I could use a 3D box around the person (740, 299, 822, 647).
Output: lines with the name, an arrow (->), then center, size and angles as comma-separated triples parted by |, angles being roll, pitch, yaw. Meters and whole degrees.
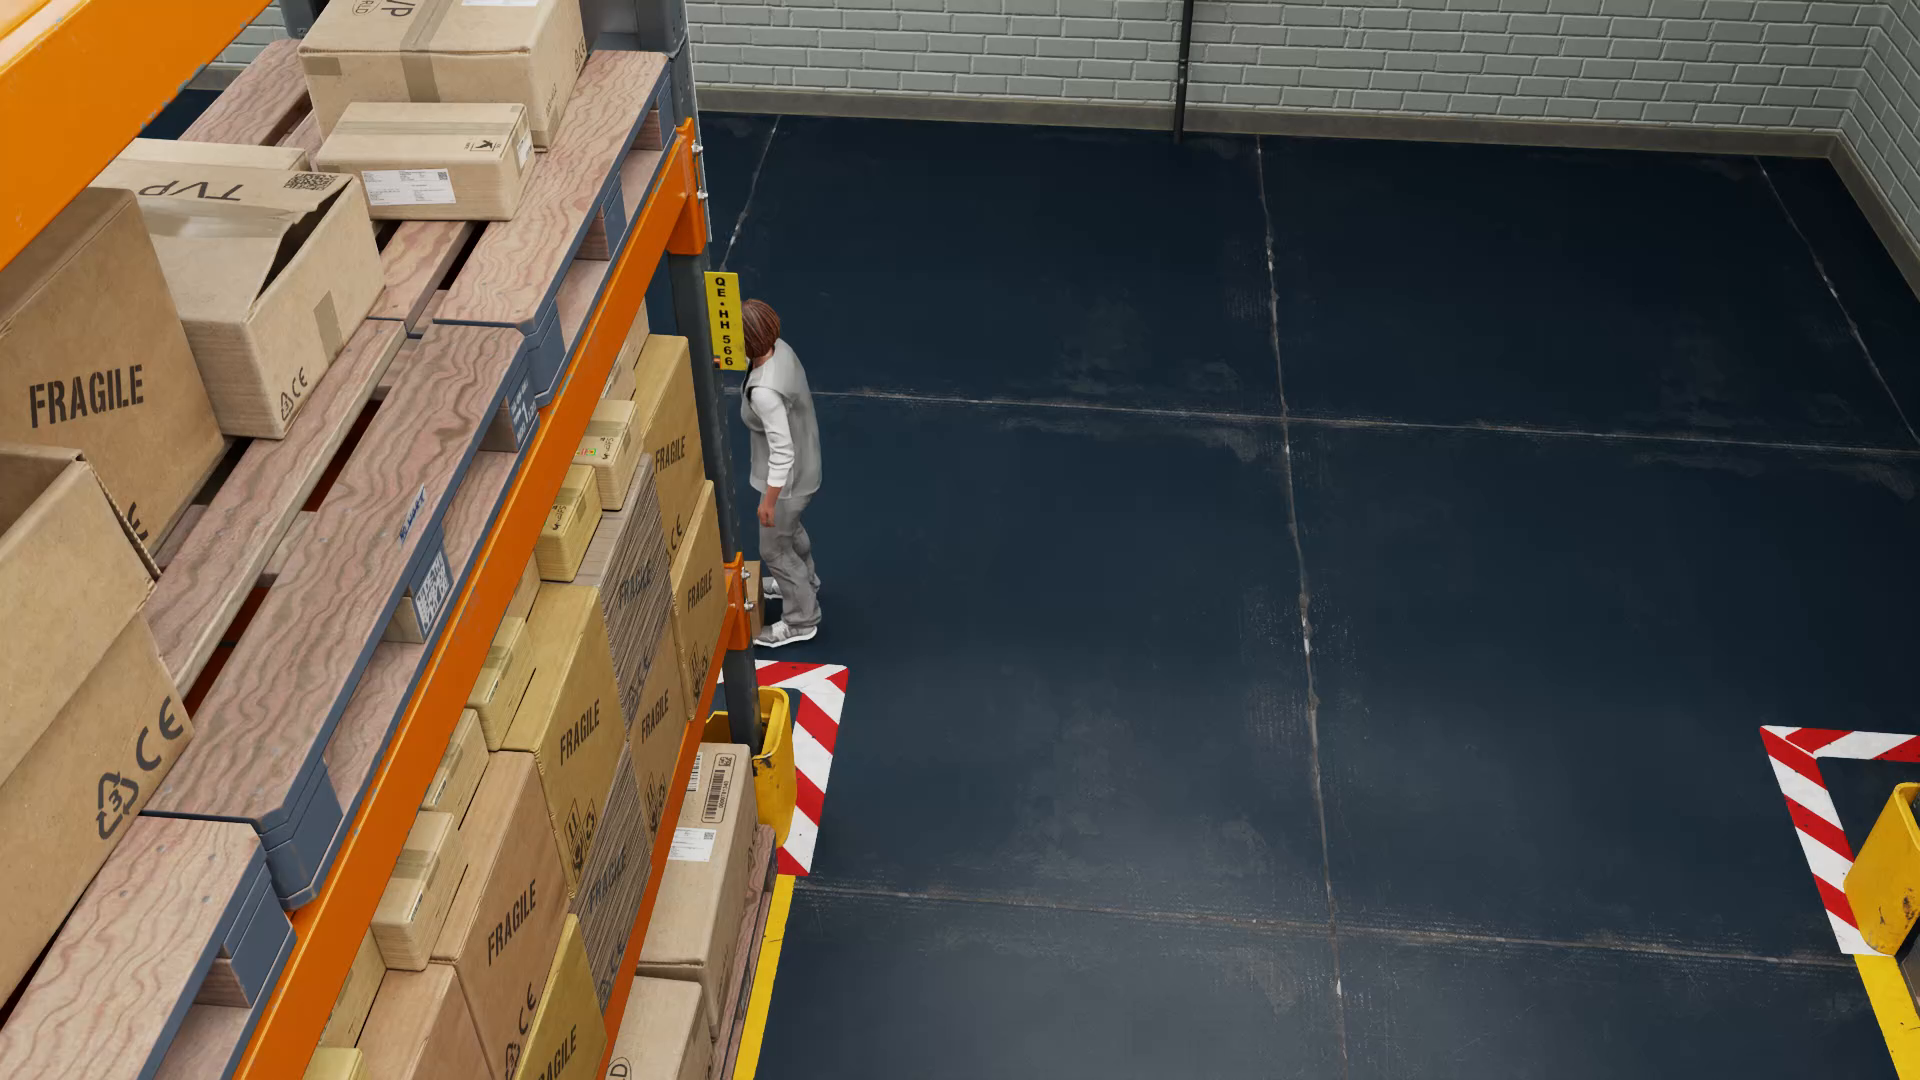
person -> -0.706, -0.260, 6.468 | 0.341, 1.594, 0.484 | -3, 41, -3
